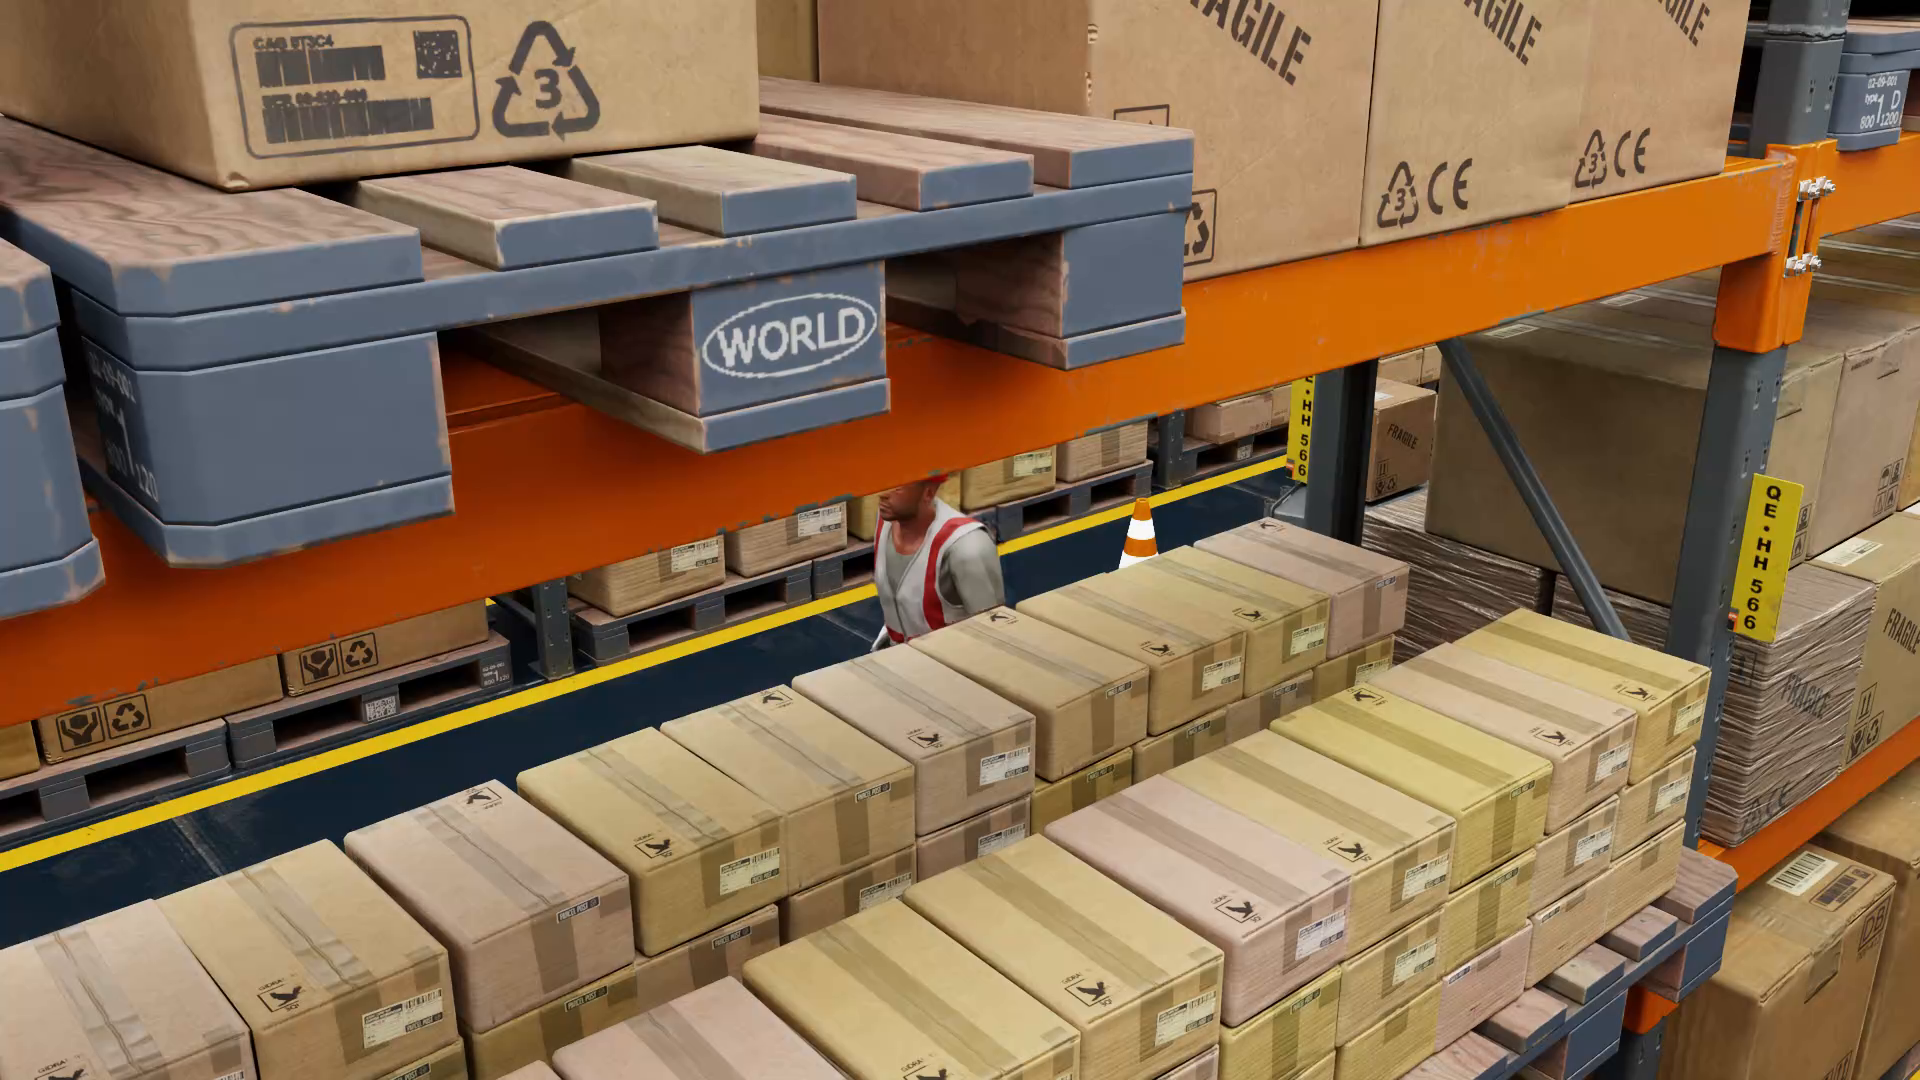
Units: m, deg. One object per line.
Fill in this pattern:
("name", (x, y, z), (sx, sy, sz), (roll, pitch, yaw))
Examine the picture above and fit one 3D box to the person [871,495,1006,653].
("person", (-0.102, 0.563, 5.508), (0.683, 1.476, 0.645), (-19, 28, -41))
